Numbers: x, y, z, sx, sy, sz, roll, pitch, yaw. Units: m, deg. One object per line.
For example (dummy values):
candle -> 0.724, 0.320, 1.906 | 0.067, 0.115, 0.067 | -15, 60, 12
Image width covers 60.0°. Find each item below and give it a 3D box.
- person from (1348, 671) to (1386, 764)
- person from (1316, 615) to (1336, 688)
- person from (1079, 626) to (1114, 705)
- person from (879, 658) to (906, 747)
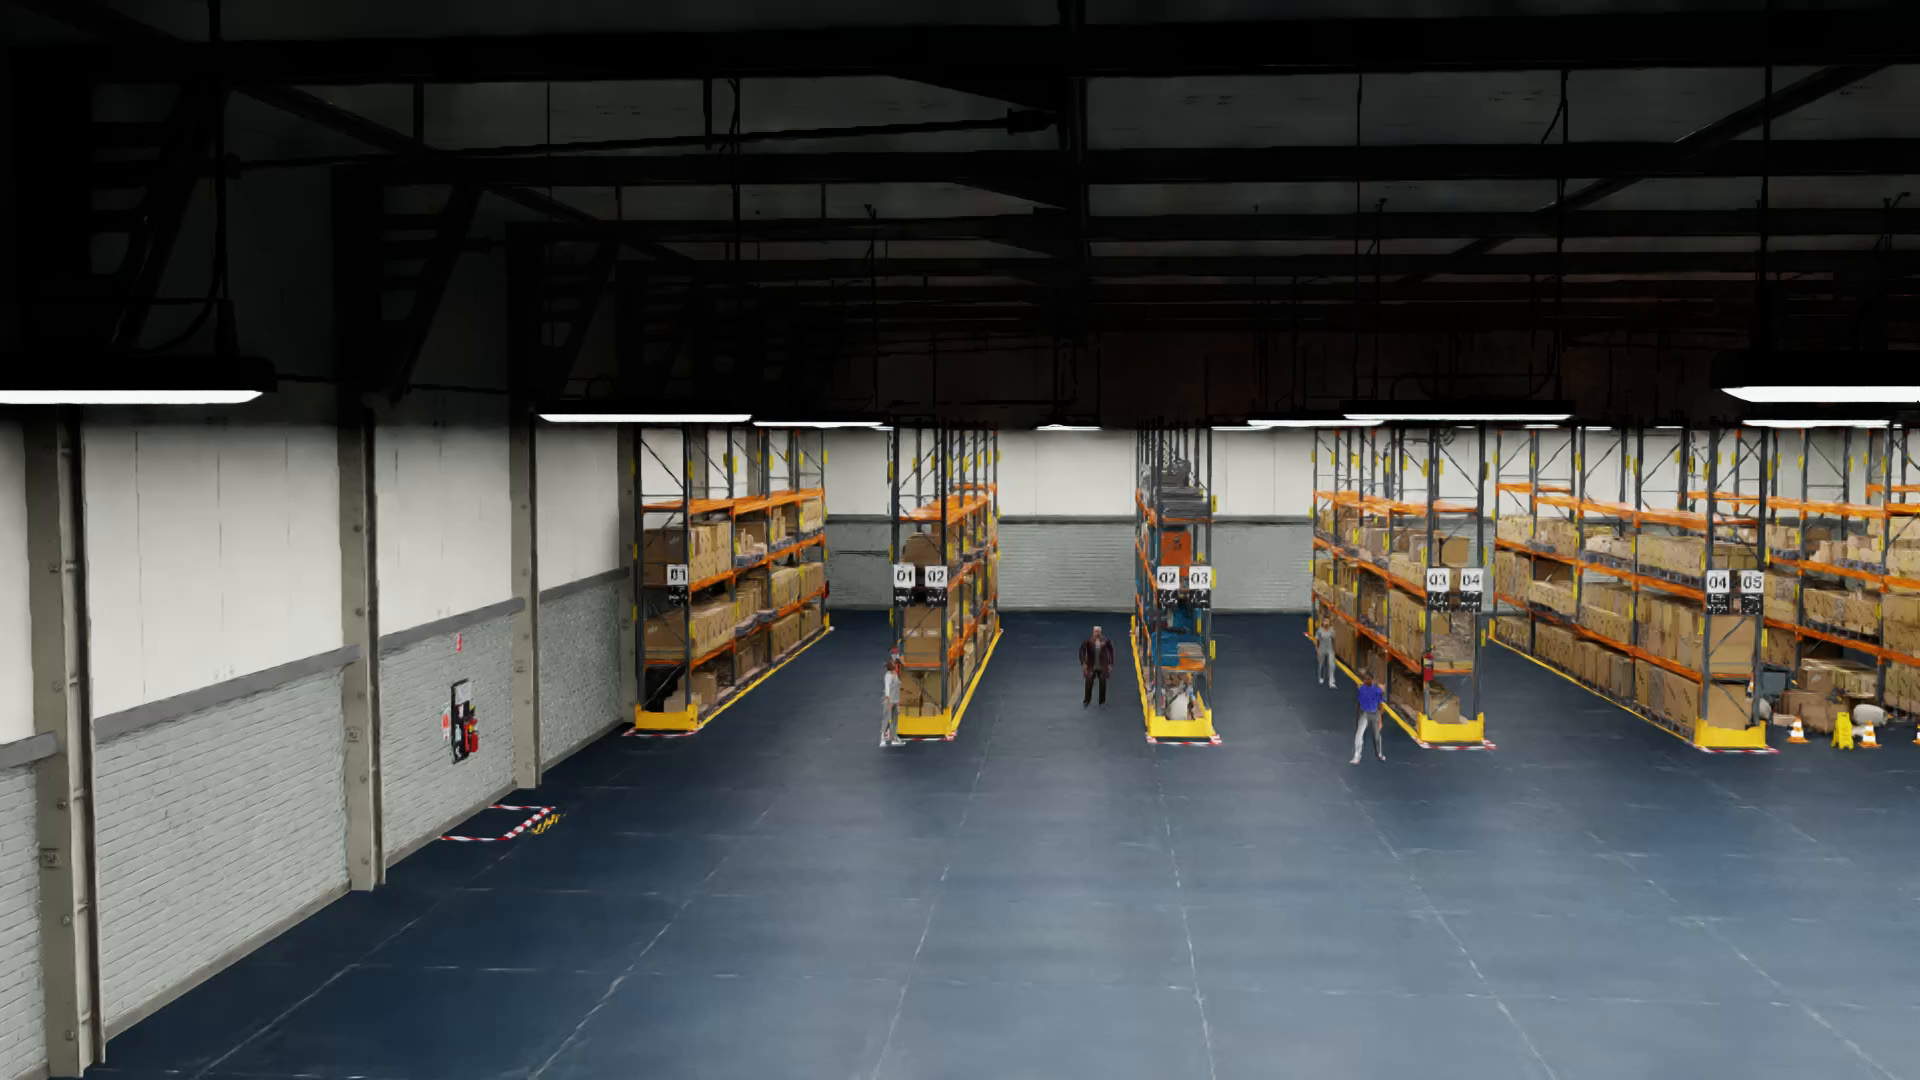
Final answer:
person -> 7.054, 3.044, 28.690 | 0.488, 1.604, 0.932 | 2, 4, 28
person -> 8.195, 2.476, 37.295 | 0.446, 1.590, 1.110 | 0, 4, 7
person -> 2.822, 2.589, 34.388 | 0.729, 1.680, 0.538 | 0, 4, 3
person -> -1.251, 2.945, 30.157 | 0.383, 1.600, 0.507 | 2, 4, 24
